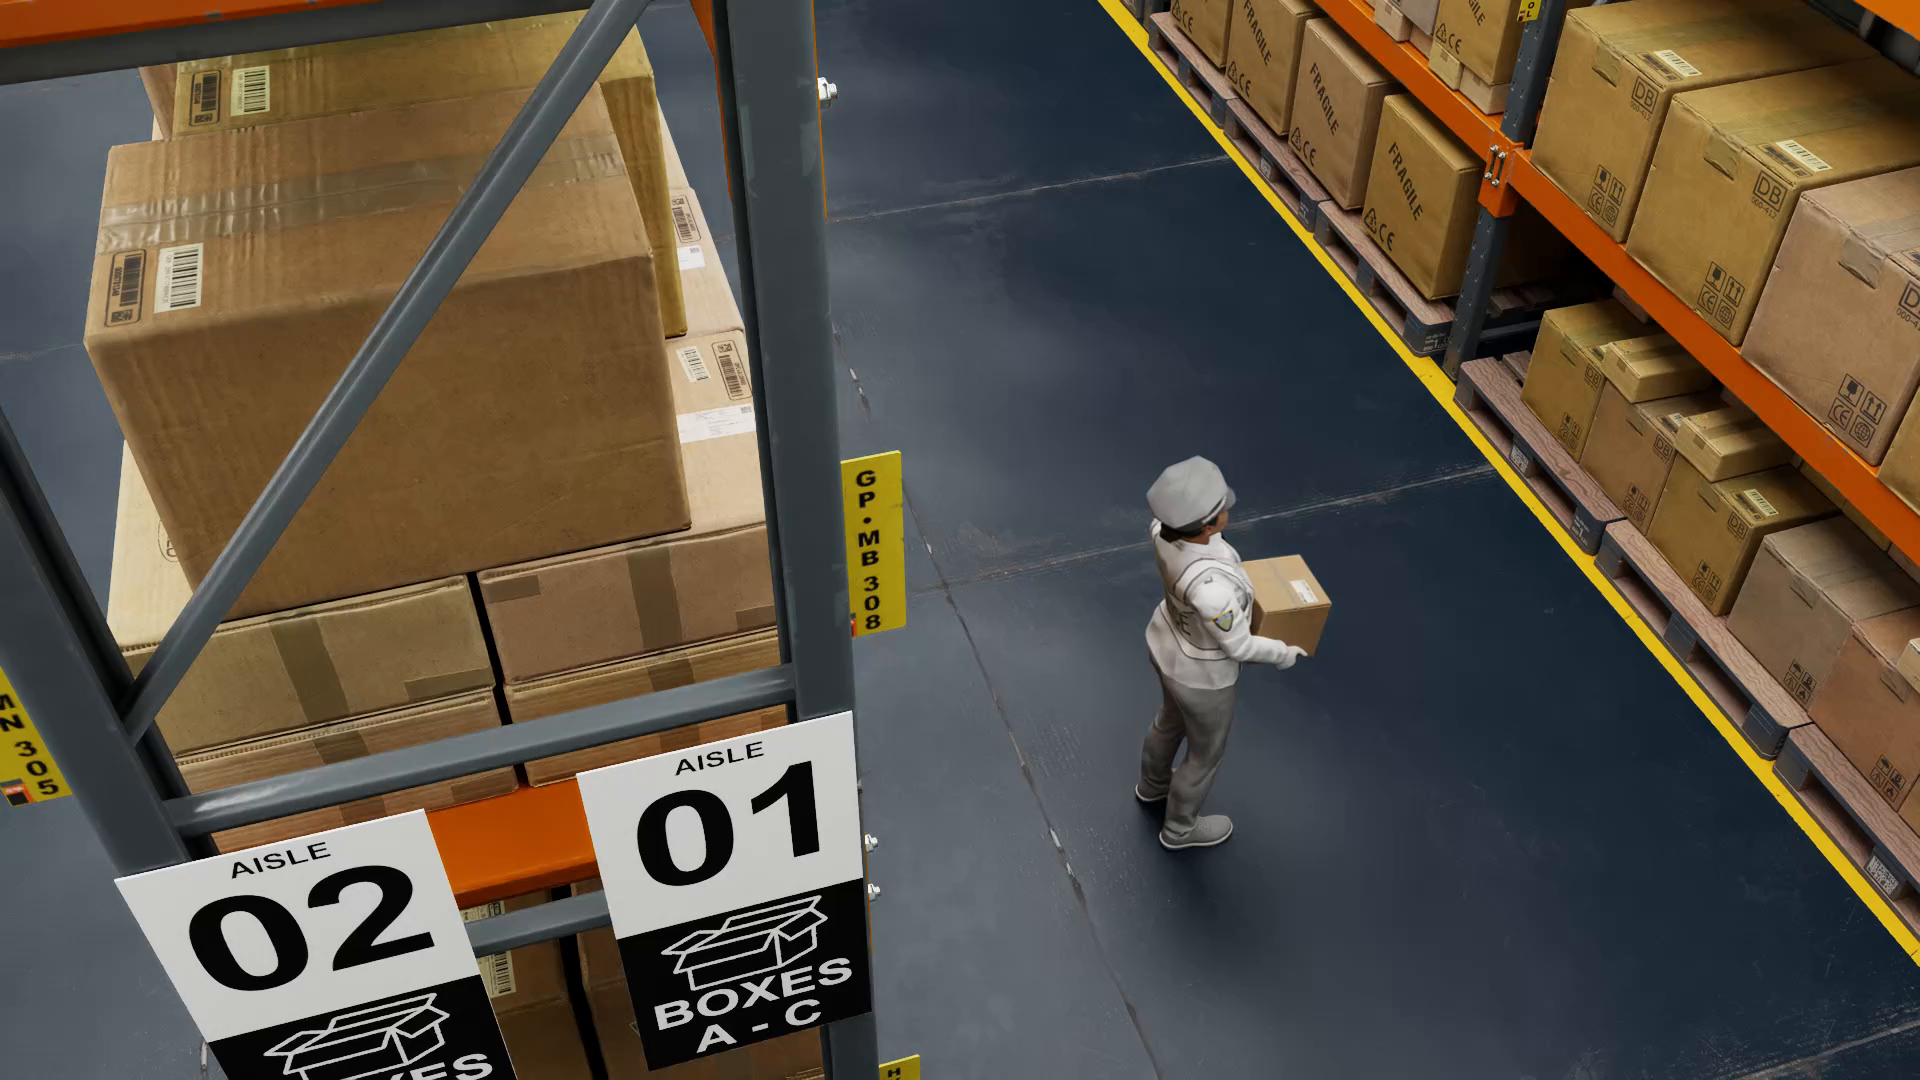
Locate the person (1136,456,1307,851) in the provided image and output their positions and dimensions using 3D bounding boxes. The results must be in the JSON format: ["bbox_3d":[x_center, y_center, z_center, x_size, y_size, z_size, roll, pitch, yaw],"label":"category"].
[{"bbox_3d":[0.870,0.395,5.711,0.556,1.686,0.459,-12,44,-12],"label":"person"}]
